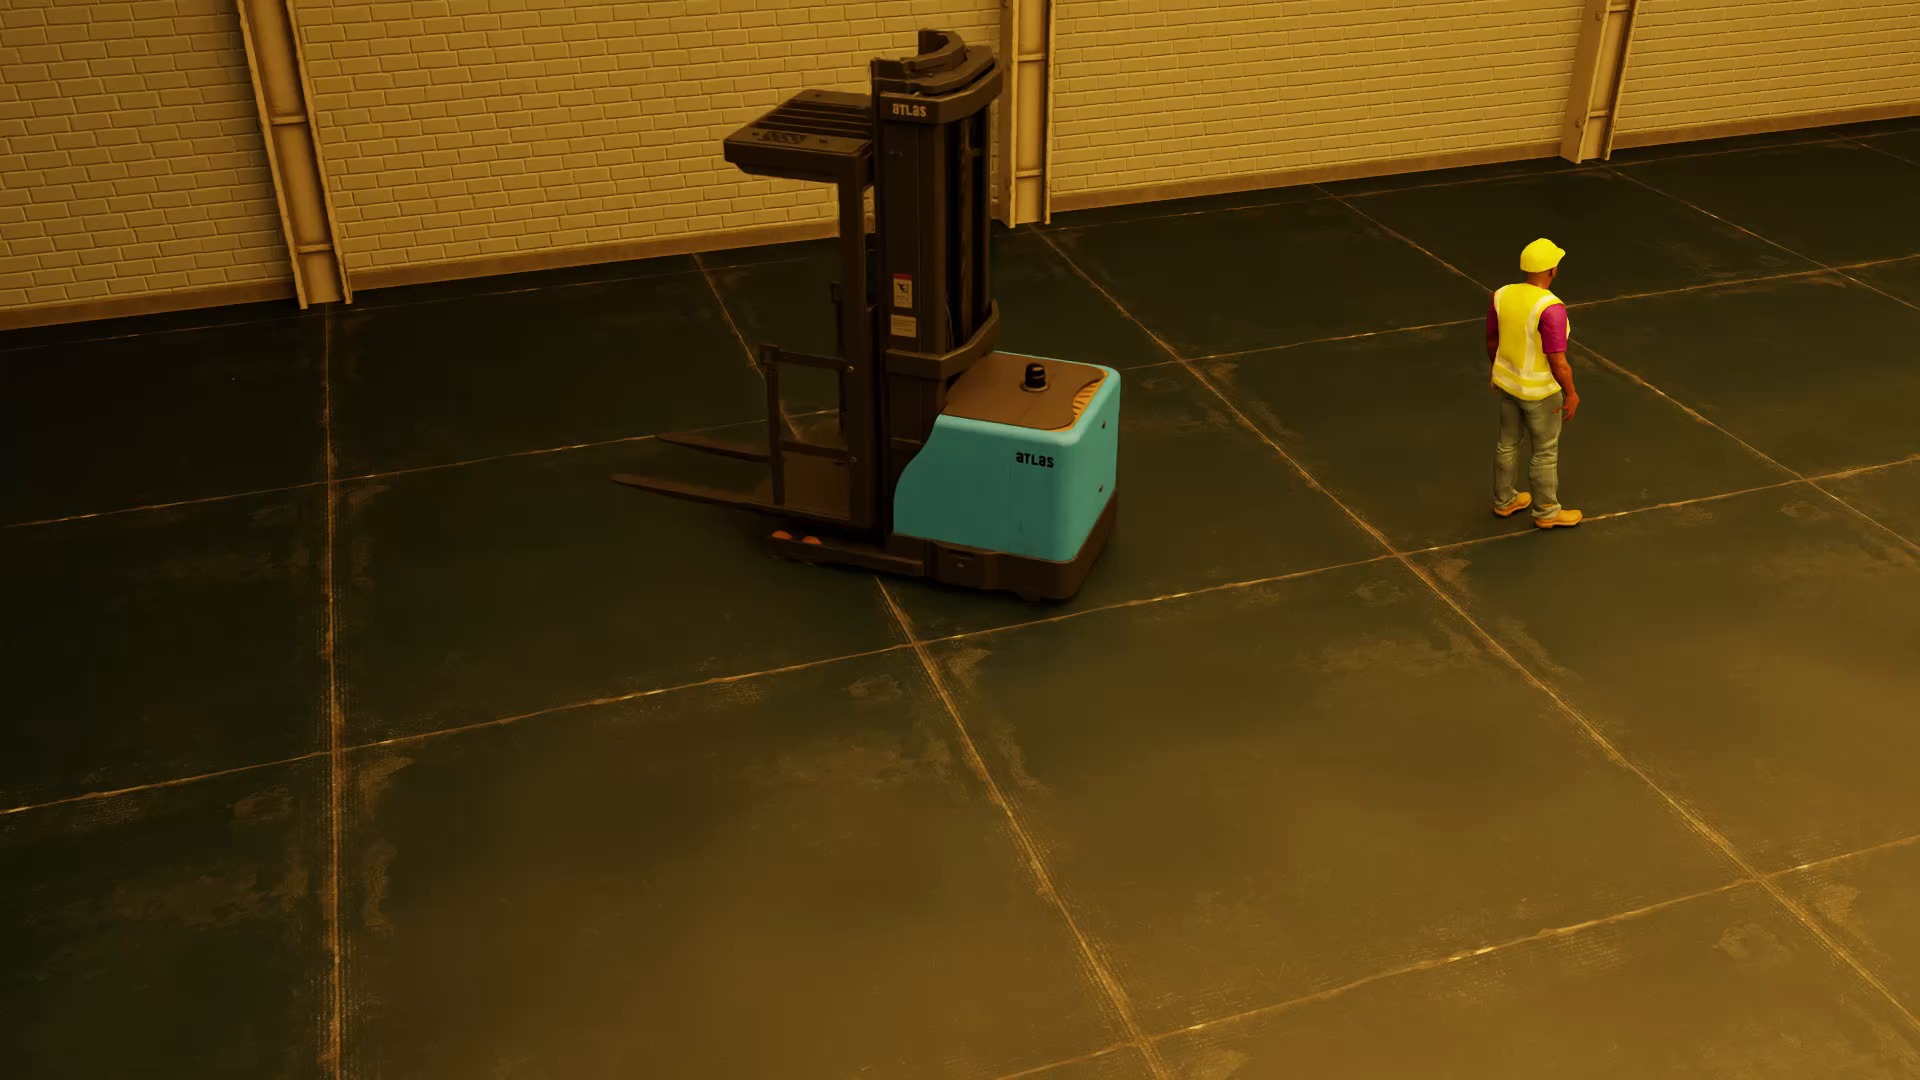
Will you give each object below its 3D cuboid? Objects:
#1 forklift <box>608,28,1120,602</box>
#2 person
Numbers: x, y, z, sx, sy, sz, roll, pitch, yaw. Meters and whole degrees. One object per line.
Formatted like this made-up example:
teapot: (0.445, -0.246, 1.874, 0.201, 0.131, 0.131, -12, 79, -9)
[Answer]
forklift: (-0.634, -1.359, 9.448, 3.031, 2.935, 1.130, 10, 31, 17)
person: (3.436, -0.944, 9.881, 0.576, 1.767, 0.665, -14, 33, -23)
